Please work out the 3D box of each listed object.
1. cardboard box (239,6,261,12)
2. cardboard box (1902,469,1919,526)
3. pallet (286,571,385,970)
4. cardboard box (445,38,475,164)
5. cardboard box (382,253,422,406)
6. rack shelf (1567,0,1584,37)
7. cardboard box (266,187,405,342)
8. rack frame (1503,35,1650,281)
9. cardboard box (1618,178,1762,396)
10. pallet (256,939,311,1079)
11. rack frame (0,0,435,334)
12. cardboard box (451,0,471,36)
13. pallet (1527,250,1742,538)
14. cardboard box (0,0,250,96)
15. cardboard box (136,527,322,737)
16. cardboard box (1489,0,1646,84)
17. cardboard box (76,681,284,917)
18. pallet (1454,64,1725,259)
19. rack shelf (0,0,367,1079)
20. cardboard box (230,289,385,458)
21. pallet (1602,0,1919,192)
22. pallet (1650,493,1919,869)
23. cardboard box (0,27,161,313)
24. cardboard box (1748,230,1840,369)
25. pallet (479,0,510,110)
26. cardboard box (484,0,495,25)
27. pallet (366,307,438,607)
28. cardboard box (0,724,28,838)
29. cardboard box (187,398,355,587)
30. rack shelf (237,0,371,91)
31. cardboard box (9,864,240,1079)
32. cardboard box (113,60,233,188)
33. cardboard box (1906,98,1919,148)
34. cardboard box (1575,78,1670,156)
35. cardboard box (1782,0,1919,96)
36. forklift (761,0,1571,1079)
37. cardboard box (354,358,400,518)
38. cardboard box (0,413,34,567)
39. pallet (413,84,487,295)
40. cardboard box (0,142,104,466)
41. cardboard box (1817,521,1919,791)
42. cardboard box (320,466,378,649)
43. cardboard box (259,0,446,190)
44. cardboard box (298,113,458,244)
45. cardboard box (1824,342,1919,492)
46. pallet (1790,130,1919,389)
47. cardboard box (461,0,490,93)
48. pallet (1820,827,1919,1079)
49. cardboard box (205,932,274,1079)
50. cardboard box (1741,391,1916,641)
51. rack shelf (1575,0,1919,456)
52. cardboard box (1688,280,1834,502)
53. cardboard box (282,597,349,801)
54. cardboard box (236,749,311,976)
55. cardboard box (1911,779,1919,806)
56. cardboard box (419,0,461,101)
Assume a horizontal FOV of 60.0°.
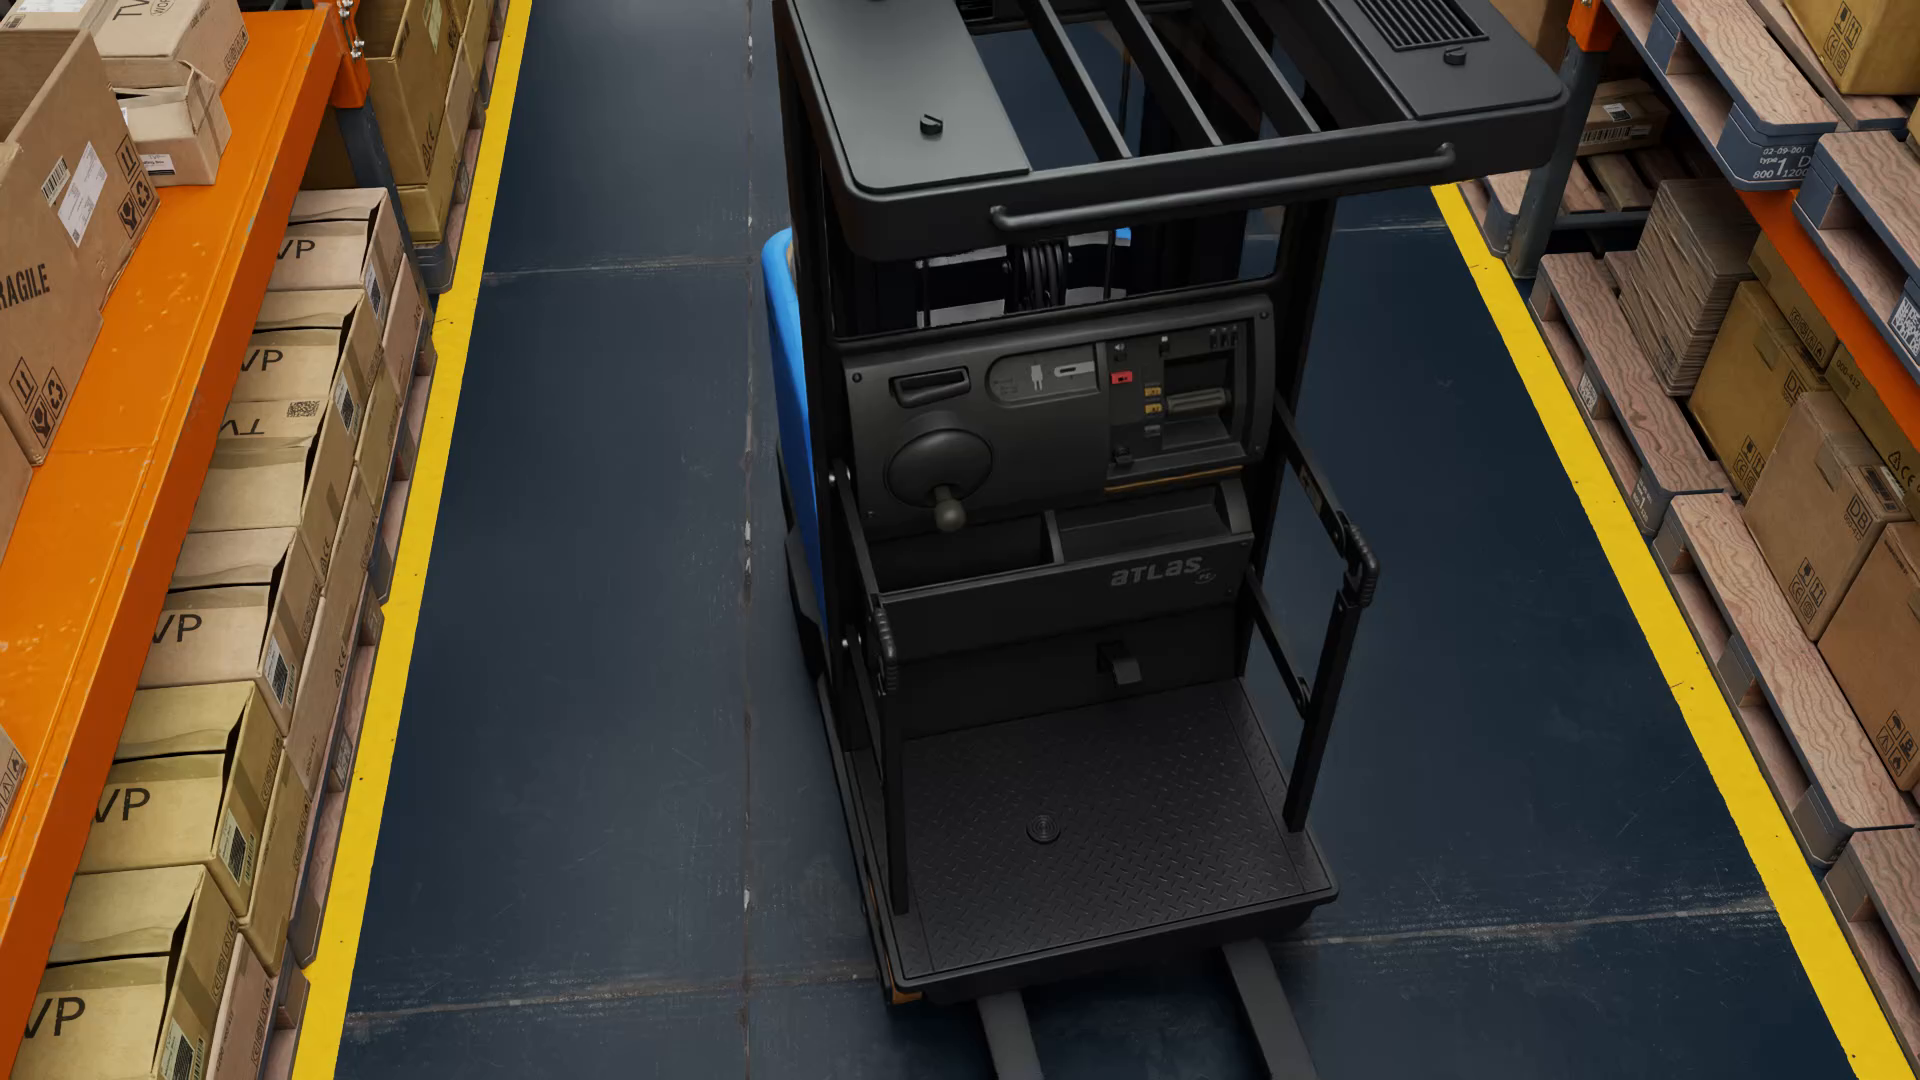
[{"bbox_3d":[-2.679,-1.903,6.074,0.500,0.500,0.500,-3,47,-3],"label":"cardboard box"},{"bbox_3d":[2.733,-0.027,4.111,0.500,0.250,0.500,-4,47,-3],"label":"cardboard box"},{"bbox_3d":[-2.186,0.613,4.524,1.003,0.211,1.213,-3,47,-3],"label":"pallet"},{"bbox_3d":[-2.165,-1.676,6.376,0.500,0.250,0.500,-3,47,-3],"label":"cardboard box"},{"bbox_3d":[-2.068,-0.678,5.431,0.500,0.250,0.500,-4,47,-4],"label":"cardboard box"},{"bbox_3d":[2.377,-3.265,6.772,1.077,0.370,4.000,-3,47,-3],"label":"rack shelf"},{"bbox_3d":[-2.072,-0.878,5.234,0.500,0.311,0.500,-3,47,-3],"label":"cardboard box"},{"bbox_3d":[2.544,-2.065,5.140,1.000,3.000,0.127,-3,47,-3],"label":"rack frame"},{"bbox_3d":[2.622,-0.826,5.385,0.700,0.500,0.500,-2,47,-2],"label":"cardboard box"},{"bbox_3d":[-2.087,1.493,3.690,1.003,0.211,1.213,-3,47,-3],"label":"pallet"},{"bbox_3d":[-2.392,-1.762,4.852,1.000,3.000,0.127,-3,47,-3],"label":"rack frame"},{"bbox_3d":[-2.203,-2.296,6.447,0.500,0.500,0.500,-3,47,-3],"label":"cardboard box"},{"bbox_3d":[2.611,-0.543,5.619,1.003,0.211,1.213,-3,47,-3],"label":"pallet"},{"bbox_3d":[-2.307,-1.356,4.572,0.500,0.250,0.500,-1,47,-1],"label":"cardboard box"},{"bbox_3d":[-1.945,0.223,4.191,0.500,0.311,0.500,-4,47,-4],"label":"cardboard box"},{"bbox_3d":[2.417,-2.106,6.597,0.500,0.500,0.500,-7,47,-6],"label":"cardboard box"},{"bbox_3d":[-1.901,0.595,3.839,0.500,0.311,0.500,-5,47,-4],"label":"cardboard box"},{"bbox_3d":[2.453,-1.590,6.611,1.003,0.211,1.213,-3,47,-3],"label":"pallet"},{"bbox_3d":[-2.224,-0.067,3.743,1.077,0.370,4.000,-3,47,-3],"label":"rack shelf"},{"bbox_3d":[-2.022,-0.502,4.877,0.500,0.311,0.500,-2,47,-2],"label":"cardboard box"},{"bbox_3d":[2.463,-1.438,4.678,1.003,0.211,1.213,-3,47,-3],"label":"pallet"},{"bbox_3d":[2.716,0.341,4.781,1.003,0.211,1.213,-3,47,-3],"label":"pallet"},{"bbox_3d":[-2.300,-0.858,3.928,0.500,0.500,0.500,0,47,0],"label":"cardboard box"},{"bbox_3d":[2.663,-0.765,4.811,0.500,0.250,0.500,-4,47,-4],"label":"cardboard box"},{"bbox_3d":[-2.522,-2.265,7.250,1.003,0.211,1.213,-3,47,-3],"label":"pallet"},{"bbox_3d":[-2.250,-2.400,7.062,0.500,0.250,0.500,-3,47,-3],"label":"cardboard box"},{"bbox_3d":[-2.291,-0.272,5.362,1.003,0.211,1.213,-3,47,-3],"label":"pallet"},{"bbox_3d":[-1.939,0.504,2.768,0.500,0.311,0.500,-4,47,-4],"label":"cardboard box"},{"bbox_3d":[-1.983,-0.140,4.535,0.500,0.311,0.500,-4,47,-3],"label":"cardboard box"},{"bbox_3d":[-2.559,-2.961,6.484,1.077,0.370,4.000,-3,47,-3],"label":"rack shelf"},{"bbox_3d":[-1.861,0.964,3.489,0.500,0.311,0.500,-5,47,-4],"label":"cardboard box"},{"bbox_3d":[-2.135,-1.090,4.309,0.396,0.266,0.258,-5,47,-4],"label":"cardboard box"},{"bbox_3d":[2.679,-1.001,3.761,0.700,0.500,0.500,2,47,2],"label":"cardboard box"},{"bbox_3d":[2.469,-1.628,6.374,0.380,0.166,0.250,-9,47,-8],"label":"cardboard box"},{"bbox_3d":[2.592,-1.476,4.210,0.700,0.500,0.500,1,47,1],"label":"cardboard box"},{"bbox_3d":[0.275,-0.167,3.389,1.130,2.935,3.031,-10,47,-9],"label":"forklift"},{"bbox_3d":[-2.028,-0.312,5.084,0.500,0.250,0.500,-4,47,-4],"label":"cardboard box"},{"bbox_3d":[-2.214,-0.115,3.224,0.500,0.500,0.500,-6,47,-5],"label":"cardboard box"},{"bbox_3d":[-2.417,-1.381,6.412,1.003,0.211,1.213,-3,47,-3],"label":"pallet"},{"bbox_3d":[-2.258,-0.496,3.585,0.500,0.500,0.500,-3,47,-3],"label":"cardboard box"},{"bbox_3d":[2.770,0.282,4.336,0.700,0.500,0.500,-4,47,-4],"label":"cardboard box"},{"bbox_3d":[-1.984,0.058,4.734,0.500,0.250,0.500,-3,47,-2],"label":"cardboard box"},{"bbox_3d":[-2.119,-1.573,5.762,0.500,0.500,0.500,-3,47,-3],"label":"cardboard box"},{"bbox_3d":[-2.129,-1.314,6.033,0.500,0.250,0.500,-3,47,-3],"label":"cardboard box"},{"bbox_3d":[2.710,-0.389,4.454,0.500,0.250,0.500,-5,47,-4],"label":"cardboard box"},{"bbox_3d":[2.672,-0.535,3.823,1.003,0.211,1.213,-3,47,-3],"label":"pallet"},{"bbox_3d":[-2.202,-2.039,6.719,0.500,0.250,0.500,-3,47,-3],"label":"cardboard box"},{"bbox_3d":[2.815,1.222,3.947,1.003,0.211,1.213,-3,47,-3],"label":"pallet"},{"bbox_3d":[-1.851,1.173,3.678,0.500,0.250,0.500,-5,47,-4],"label":"cardboard box"},{"bbox_3d":[2.718,-0.083,4.681,0.700,0.500,0.500,-3,47,-3],"label":"cardboard box"},{"bbox_3d":[2.712,-0.371,4.031,1.077,0.370,4.000,-3,47,-3],"label":"rack shelf"},{"bbox_3d":[2.716,-0.455,5.033,0.700,0.500,0.500,-4,47,-4],"label":"cardboard box"},{"bbox_3d":[-1.943,0.426,4.385,0.500,0.250,0.500,-3,47,-2],"label":"cardboard box"},{"bbox_3d":[-1.901,0.797,4.033,0.500,0.250,0.500,-5,47,-4],"label":"cardboard box"},{"bbox_3d":[2.839,0.639,3.997,0.700,0.500,0.500,-4,47,-3],"label":"cardboard box"},{"bbox_3d":[-2.168,-1.934,6.104,0.500,0.500,0.500,-3,47,-3],"label":"cardboard box"}]
